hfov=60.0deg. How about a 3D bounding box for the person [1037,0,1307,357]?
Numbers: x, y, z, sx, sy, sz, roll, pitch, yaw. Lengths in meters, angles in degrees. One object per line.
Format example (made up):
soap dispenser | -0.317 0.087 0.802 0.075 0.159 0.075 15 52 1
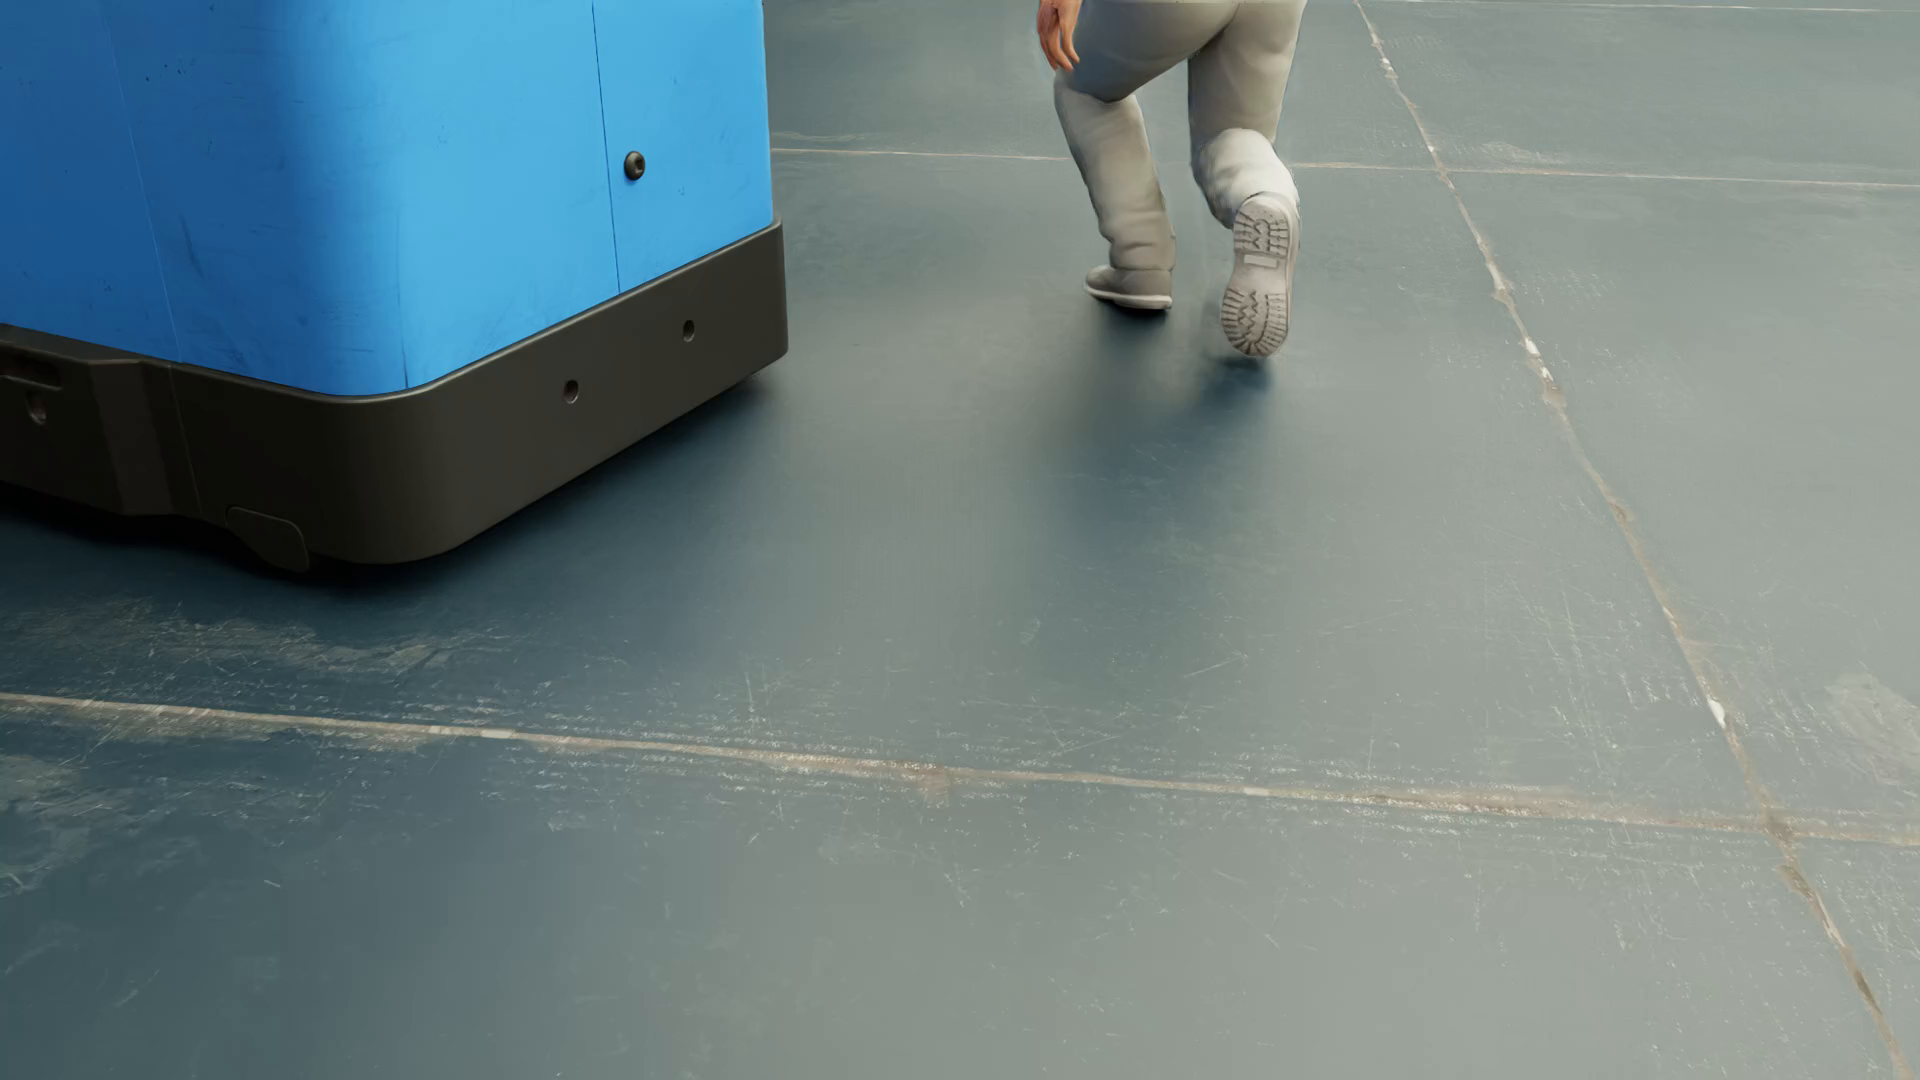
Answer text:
person | 0.372 -1.122 3.096 0.654 1.531 0.830 -13 29 -24

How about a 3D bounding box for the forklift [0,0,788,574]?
forklift | -1.866 -1.708 2.641 3.031 2.935 1.130 13 29 24
